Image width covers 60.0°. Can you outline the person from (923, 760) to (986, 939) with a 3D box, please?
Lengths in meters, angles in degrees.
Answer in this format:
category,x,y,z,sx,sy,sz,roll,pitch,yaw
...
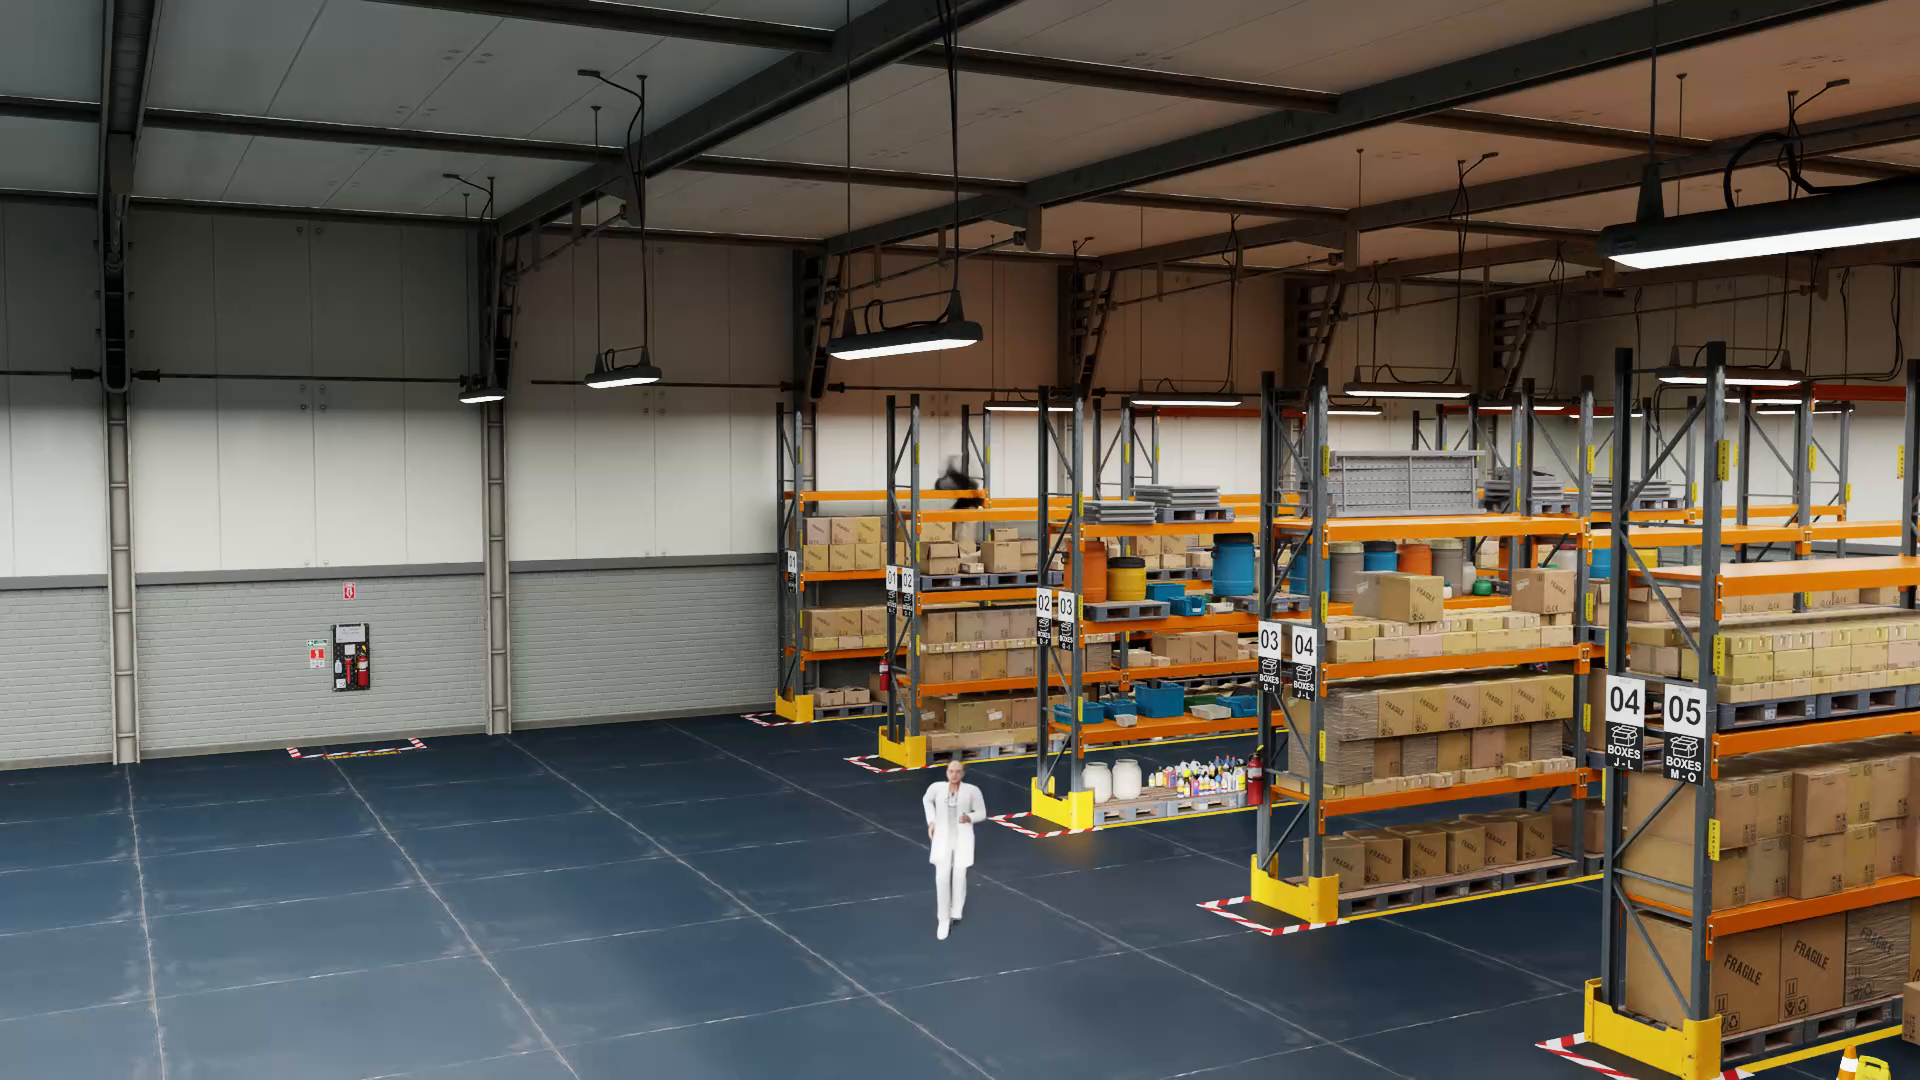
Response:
category,x,y,z,sx,sy,sz,roll,pitch,yaw
person,-0.061,3.271,17.797,0.688,1.850,0.881,0,3,2
